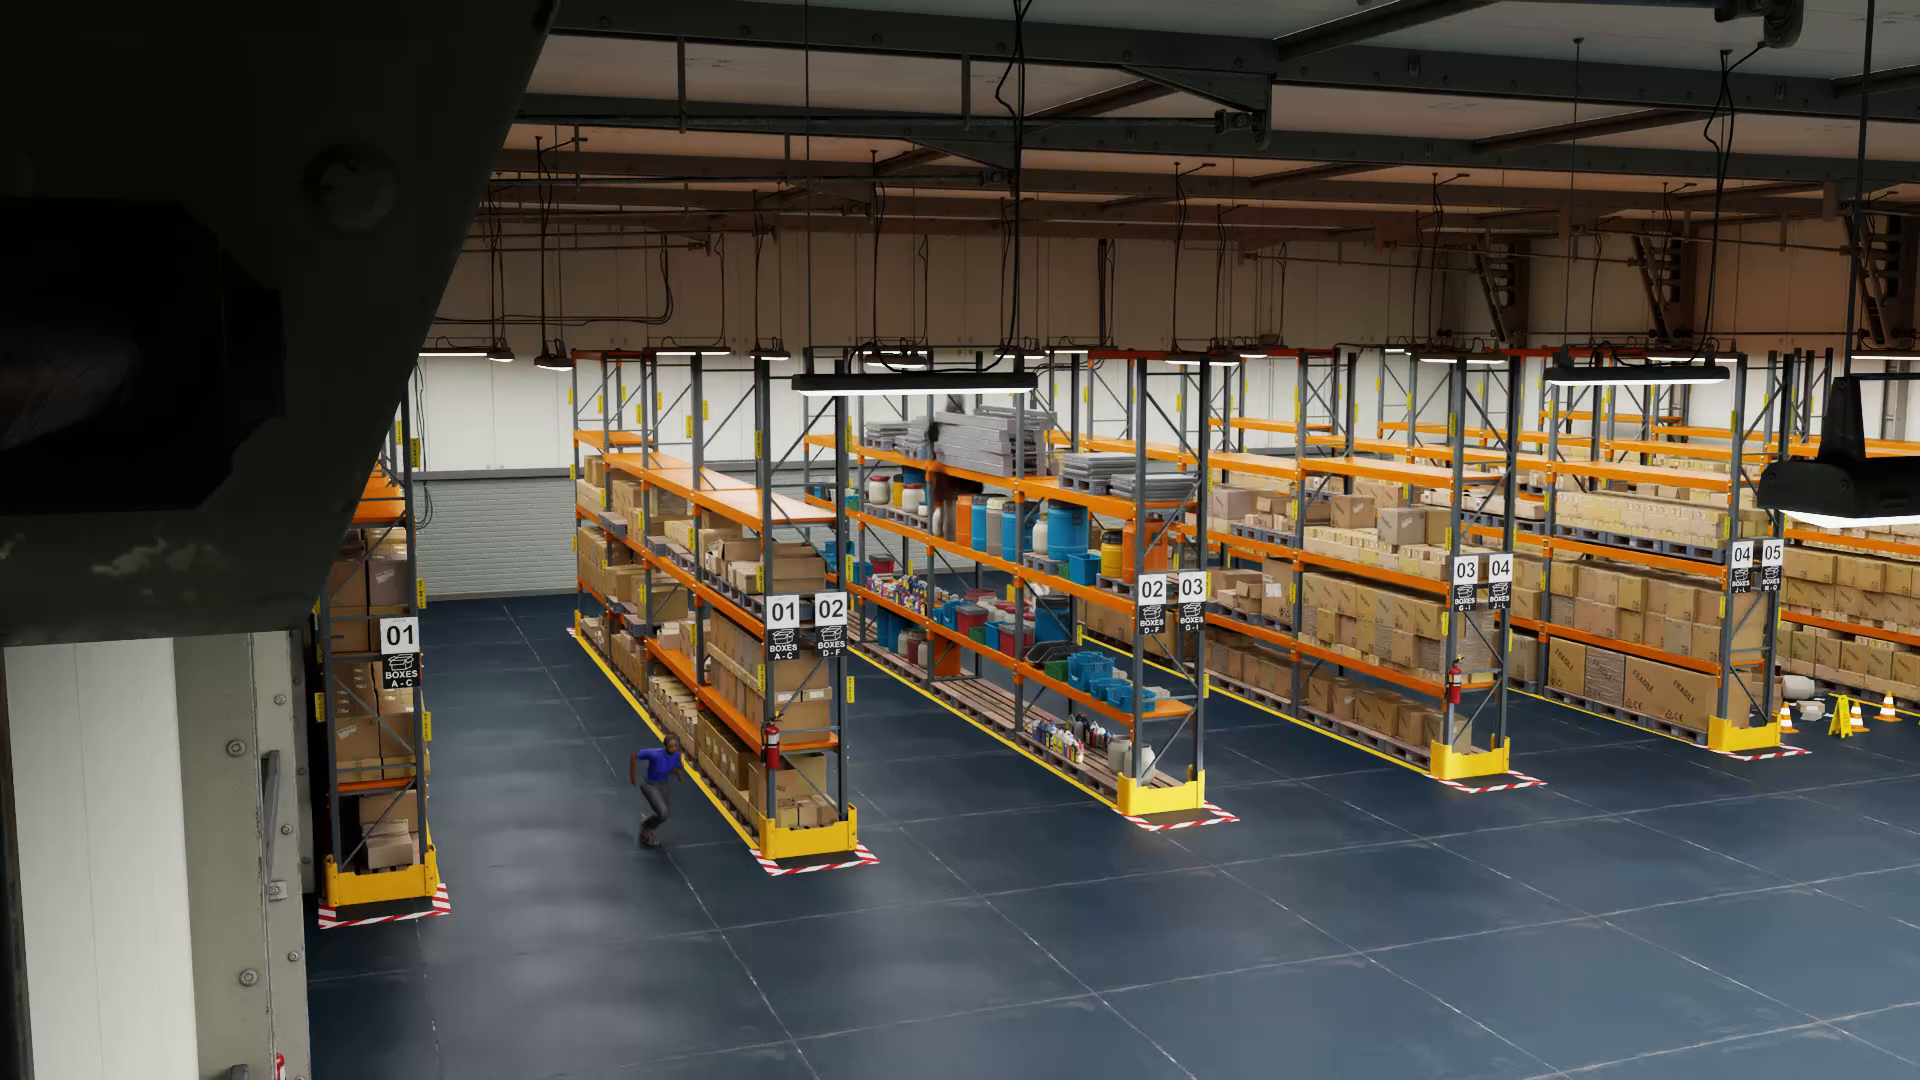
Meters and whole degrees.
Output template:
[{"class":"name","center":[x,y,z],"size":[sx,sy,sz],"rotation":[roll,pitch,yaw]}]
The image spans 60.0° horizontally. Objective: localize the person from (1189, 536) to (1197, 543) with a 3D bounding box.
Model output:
[{"class":"person","center":[5.886,0.354,41.564],"size":[0.621,1.666,0.645],"rotation":[0,7,3]}]

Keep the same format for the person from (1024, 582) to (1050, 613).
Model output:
[{"class":"person","center":[1.559,1.368,32.358],"size":[0.657,1.629,0.924],"rotation":[-5,8,-33]}]

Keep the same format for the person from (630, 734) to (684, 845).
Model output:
[{"class":"person","center":[-3.722,3.071,20.377],"size":[0.857,1.486,0.602],"rotation":[6,10,42]}]
